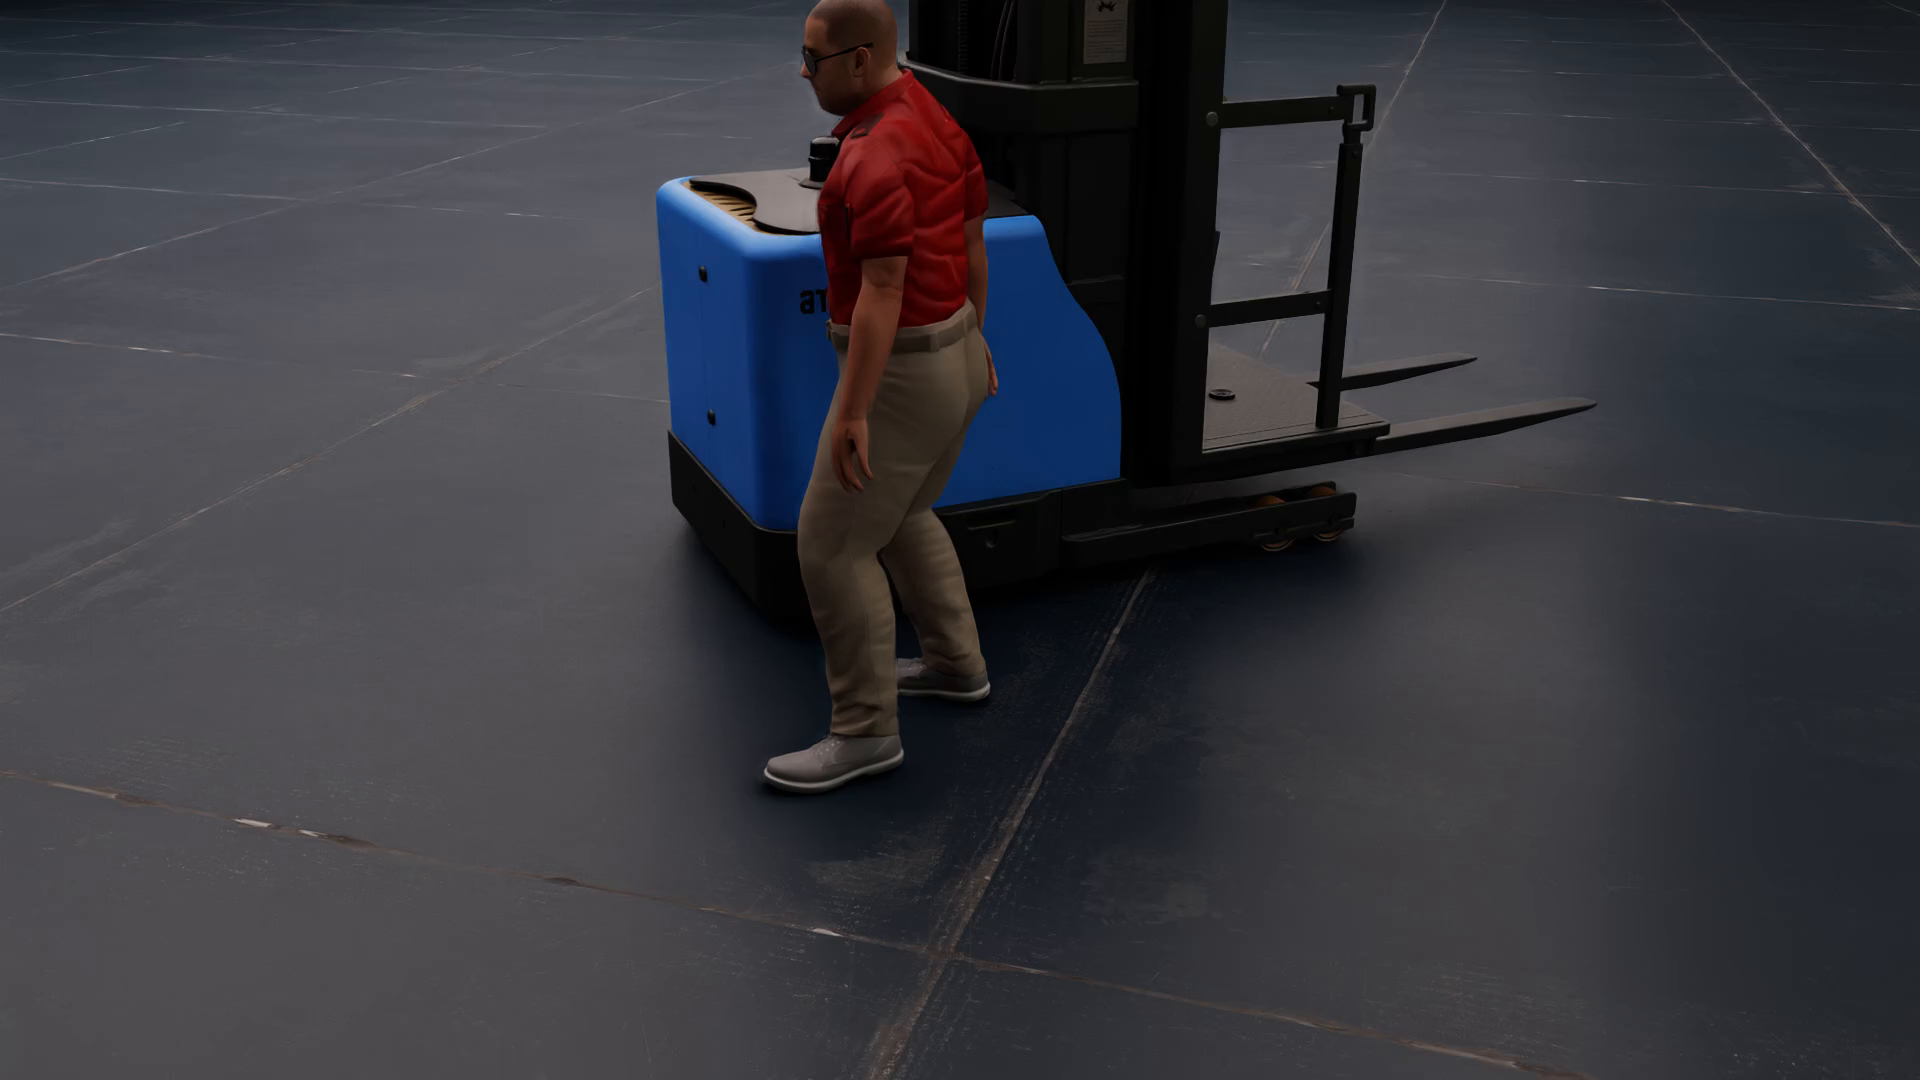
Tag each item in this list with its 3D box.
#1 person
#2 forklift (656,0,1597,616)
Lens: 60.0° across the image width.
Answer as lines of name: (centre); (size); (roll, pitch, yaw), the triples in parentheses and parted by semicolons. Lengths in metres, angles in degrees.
person: (-0.152, -0.351, 3.756); (0.390, 1.700, 0.858); (6, 23, 15)
forklift: (0.657, -1.492, 4.893); (3.031, 2.935, 1.130); (-10, 24, -22)
